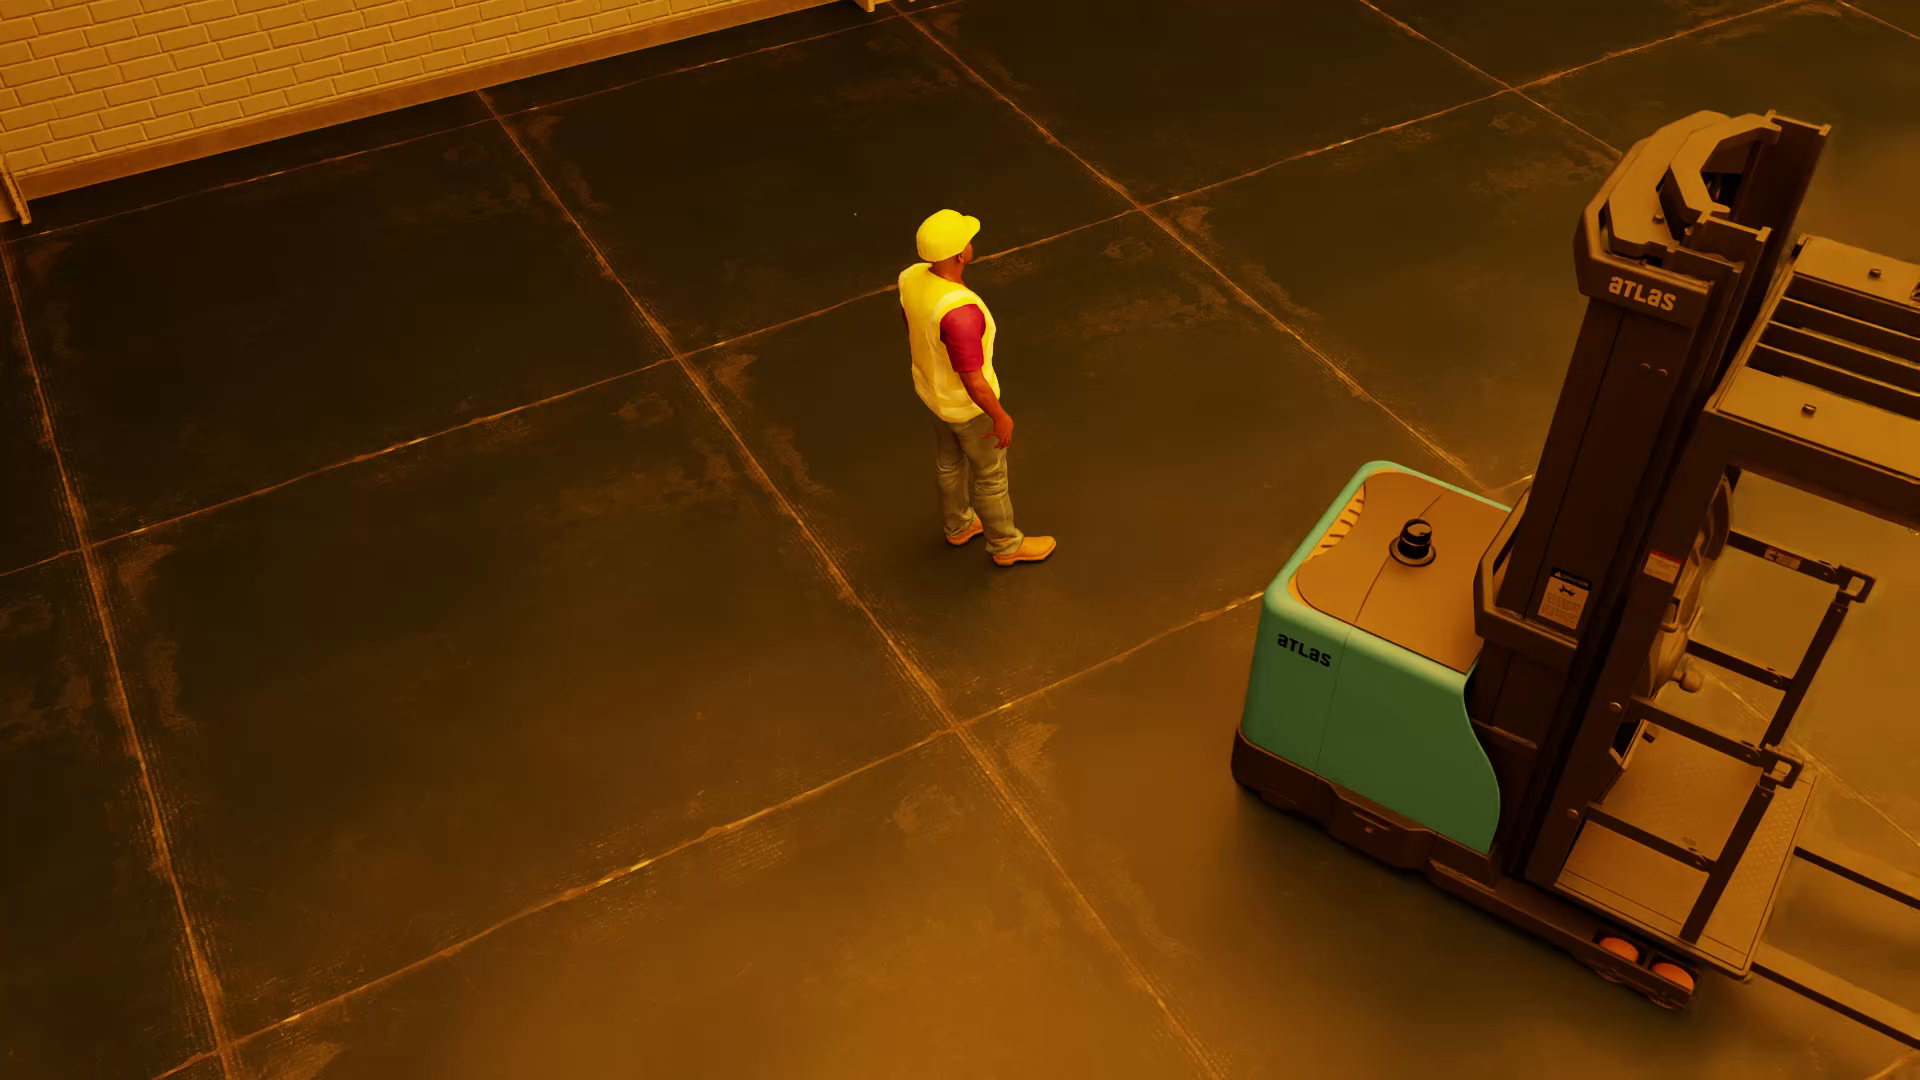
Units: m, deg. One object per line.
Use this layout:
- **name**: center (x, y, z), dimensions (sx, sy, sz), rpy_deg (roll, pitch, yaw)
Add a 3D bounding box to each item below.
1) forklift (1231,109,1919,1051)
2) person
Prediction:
- **forklift**: center (2.606, 0.203, 5.479), dimensions (3.031, 2.935, 1.130), rpy_deg (25, 48, 24)
- **person**: center (0.064, -0.673, 7.270), dimensions (0.575, 1.768, 0.665), rpy_deg (-21, 47, -21)
